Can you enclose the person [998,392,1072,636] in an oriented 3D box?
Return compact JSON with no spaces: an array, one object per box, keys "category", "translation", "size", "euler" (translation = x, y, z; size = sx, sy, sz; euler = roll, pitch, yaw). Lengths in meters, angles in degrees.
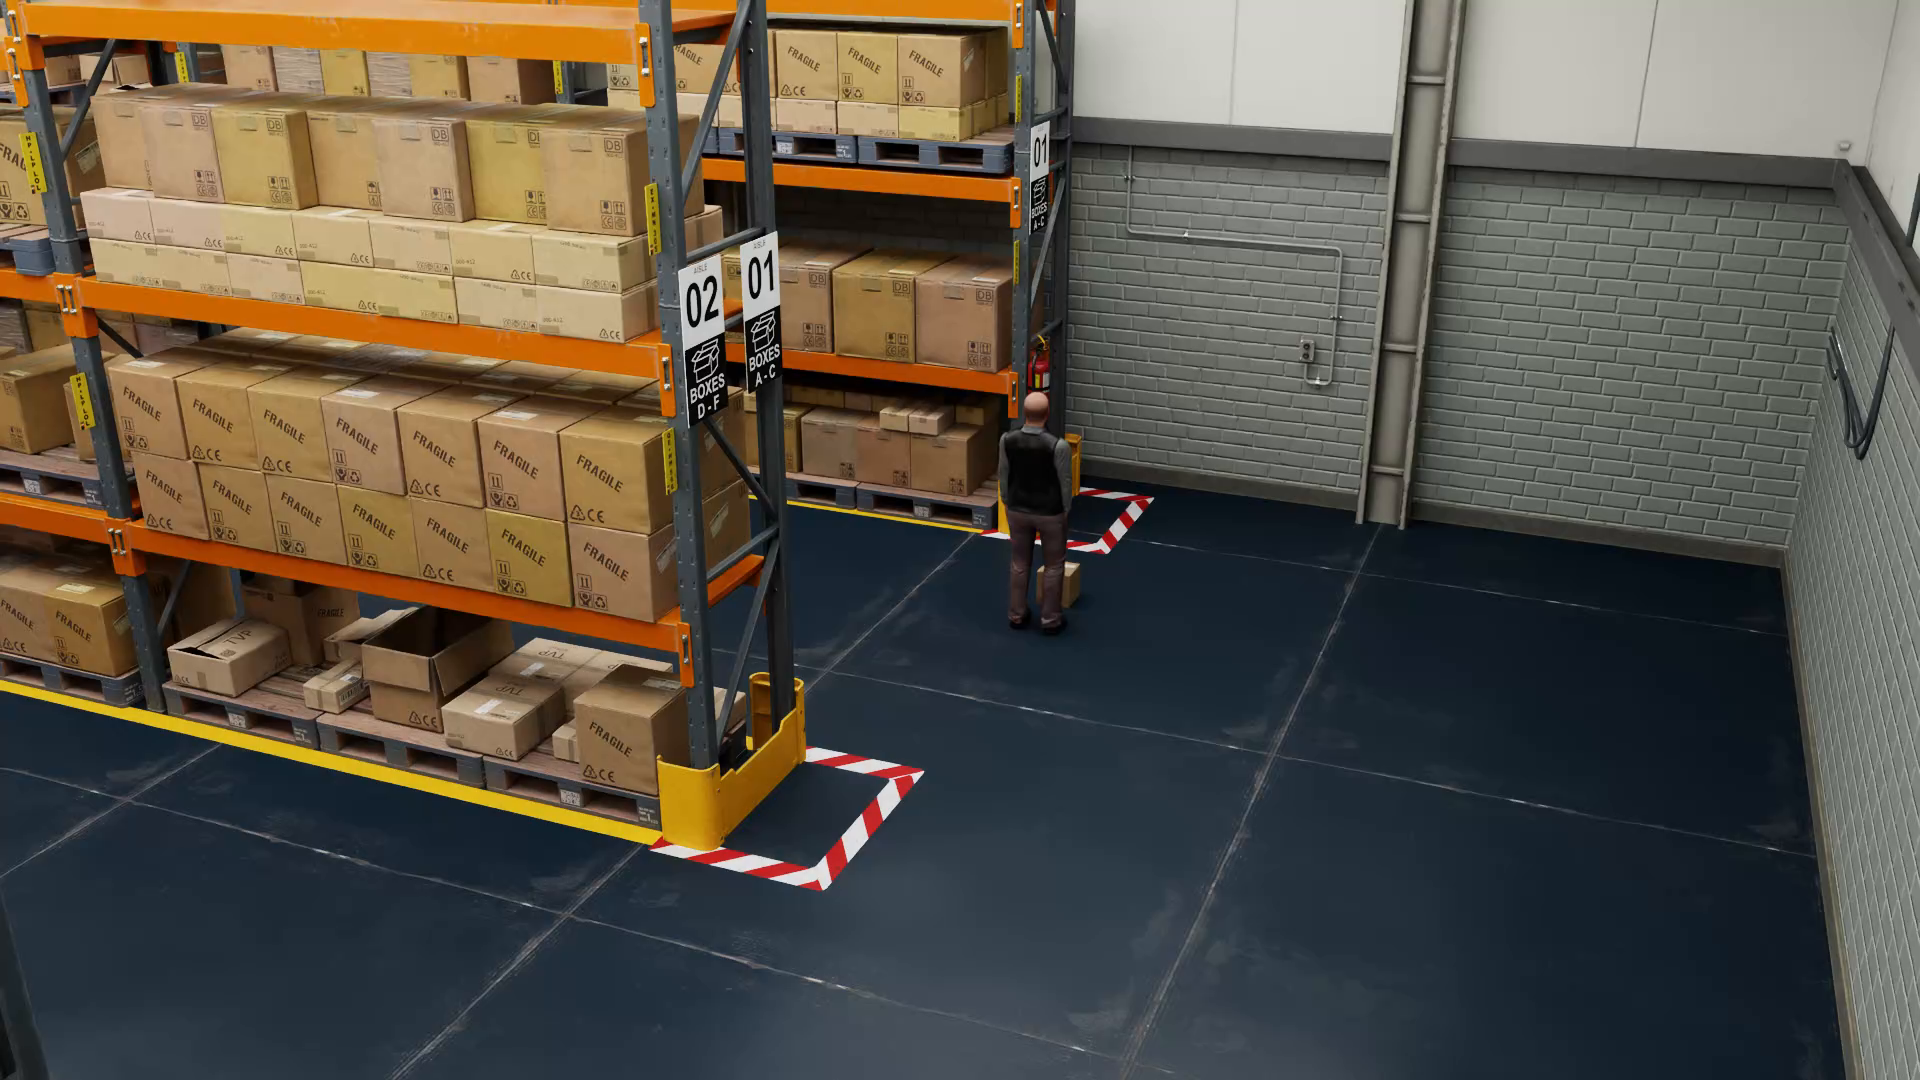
[{"category":"person","translation":[0.517,-0.190,11.447],"size":[0.533,1.714,0.357],"euler":[9,24,21]}]
